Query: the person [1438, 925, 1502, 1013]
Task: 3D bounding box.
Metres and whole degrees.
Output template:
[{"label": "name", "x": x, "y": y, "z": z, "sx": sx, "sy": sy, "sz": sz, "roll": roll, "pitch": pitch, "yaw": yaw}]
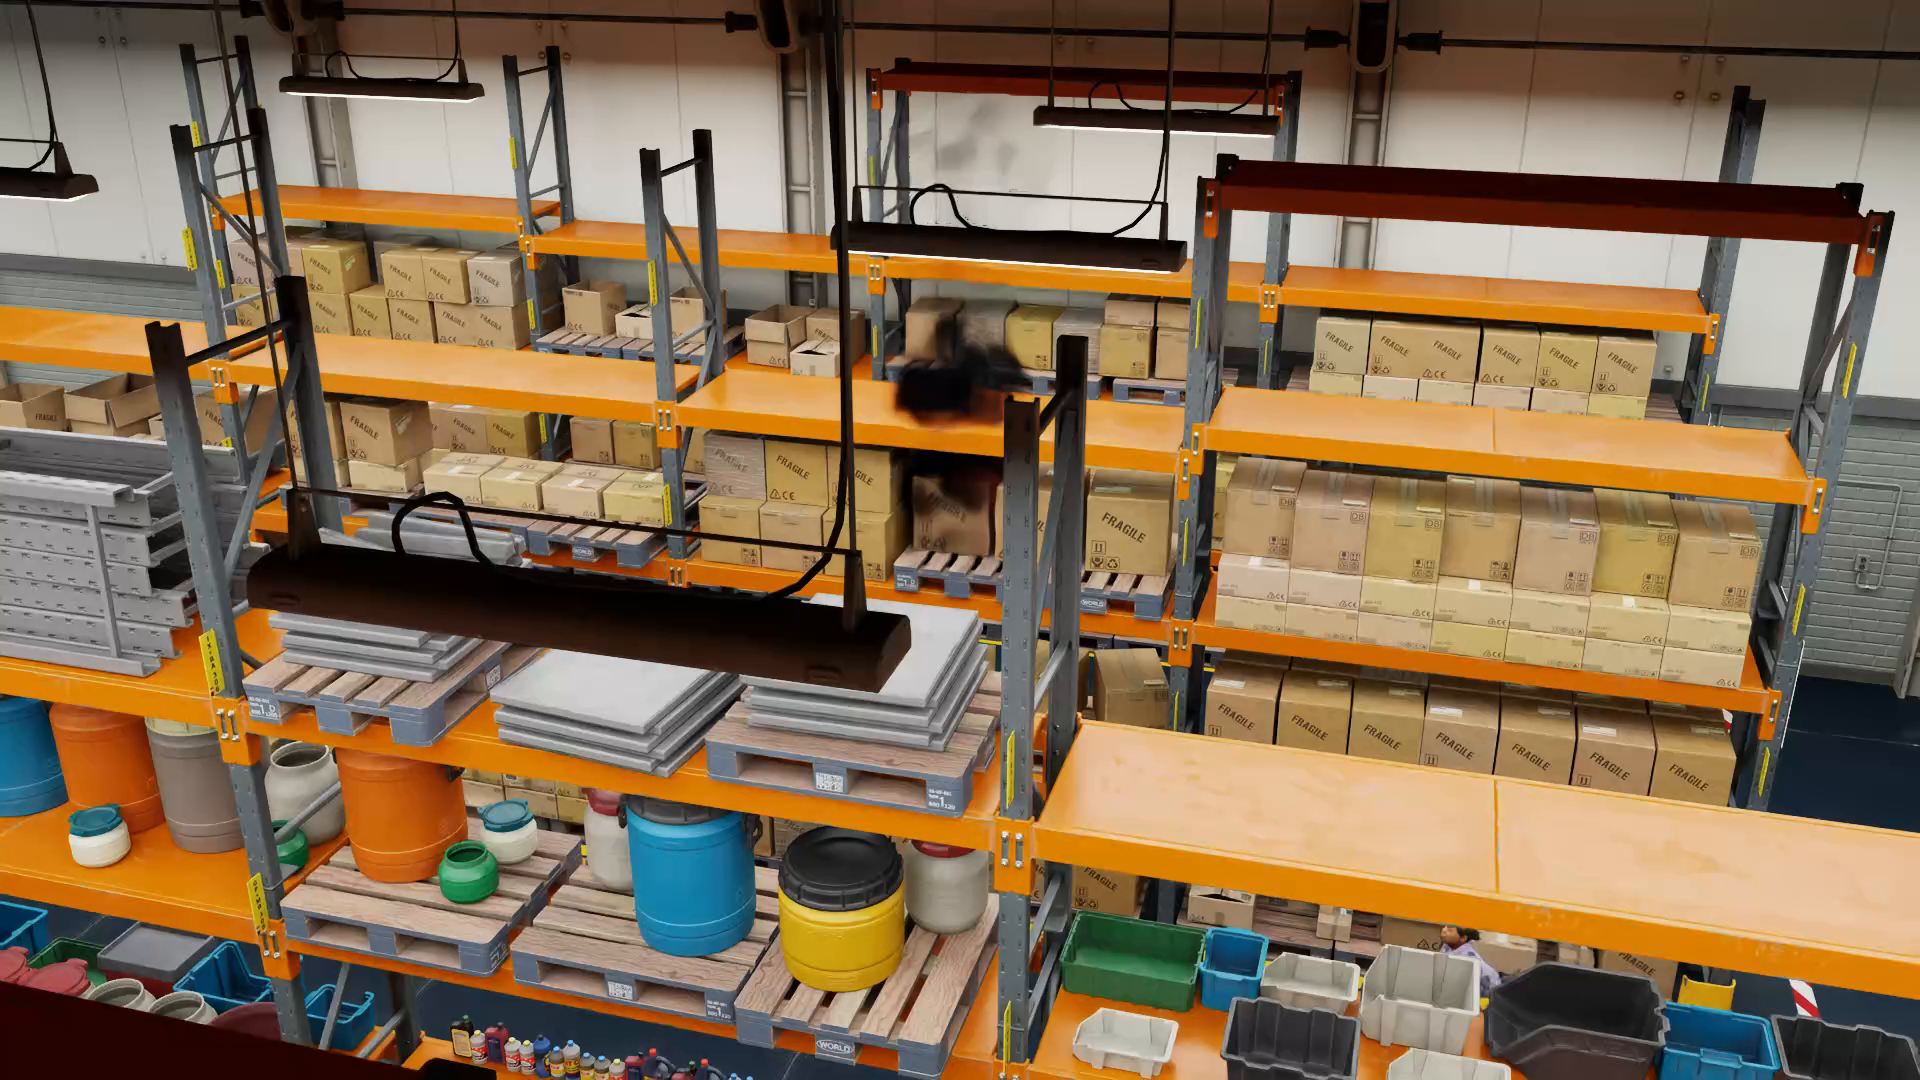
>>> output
[{"label": "person", "x": 3.332, "y": 3.201, "z": 10.985, "sx": 0.717, "sy": 1.704, "sz": 0.608, "roll": 3, "pitch": 23, "yaw": 6}]
